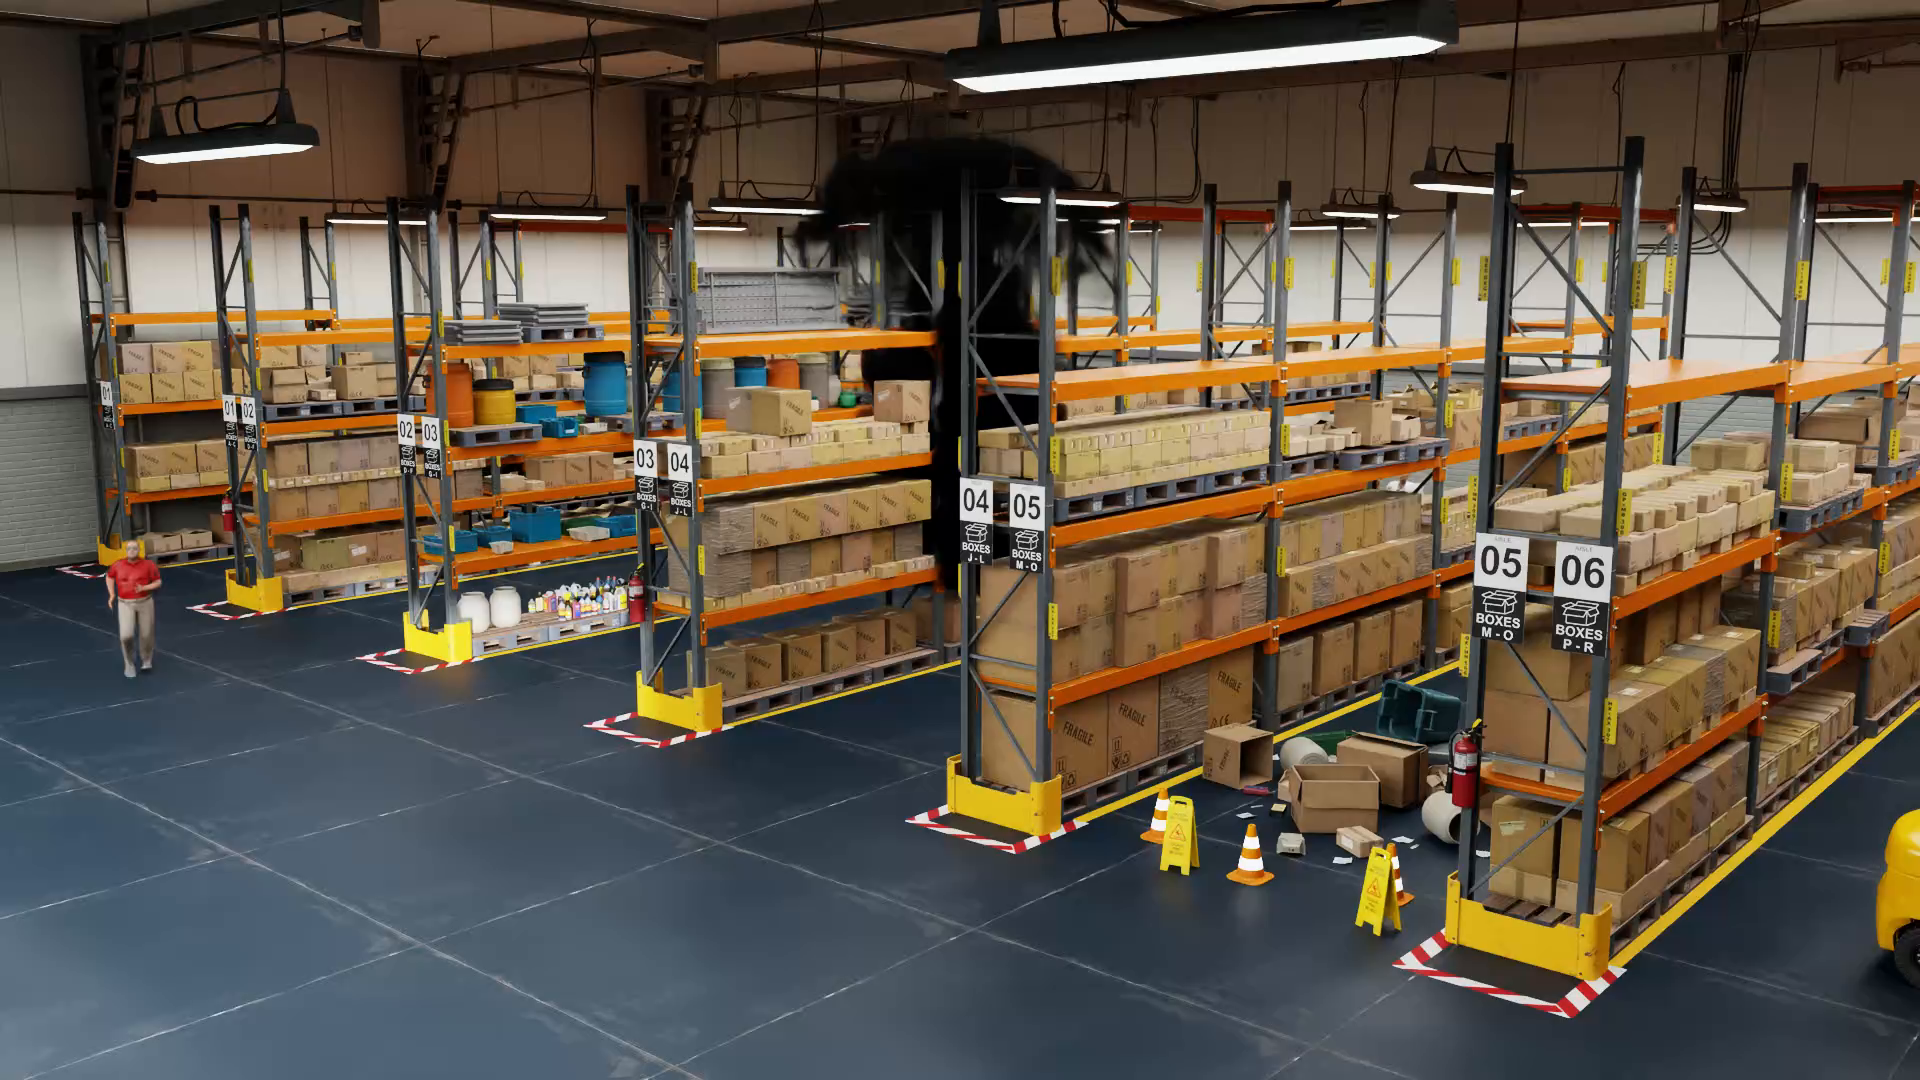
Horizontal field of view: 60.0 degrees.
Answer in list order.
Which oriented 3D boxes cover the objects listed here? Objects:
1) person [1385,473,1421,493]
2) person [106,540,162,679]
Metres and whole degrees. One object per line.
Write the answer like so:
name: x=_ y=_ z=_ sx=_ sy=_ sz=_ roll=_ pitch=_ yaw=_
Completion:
person: x=7.472 y=-0.368 z=28.226 sx=0.702 sy=1.736 sz=0.633 roll=5 pitch=11 yaw=25
person: x=-10.356 y=0.877 z=20.899 sx=0.639 sy=1.760 sz=0.716 roll=-4 pitch=10 yaw=-24
